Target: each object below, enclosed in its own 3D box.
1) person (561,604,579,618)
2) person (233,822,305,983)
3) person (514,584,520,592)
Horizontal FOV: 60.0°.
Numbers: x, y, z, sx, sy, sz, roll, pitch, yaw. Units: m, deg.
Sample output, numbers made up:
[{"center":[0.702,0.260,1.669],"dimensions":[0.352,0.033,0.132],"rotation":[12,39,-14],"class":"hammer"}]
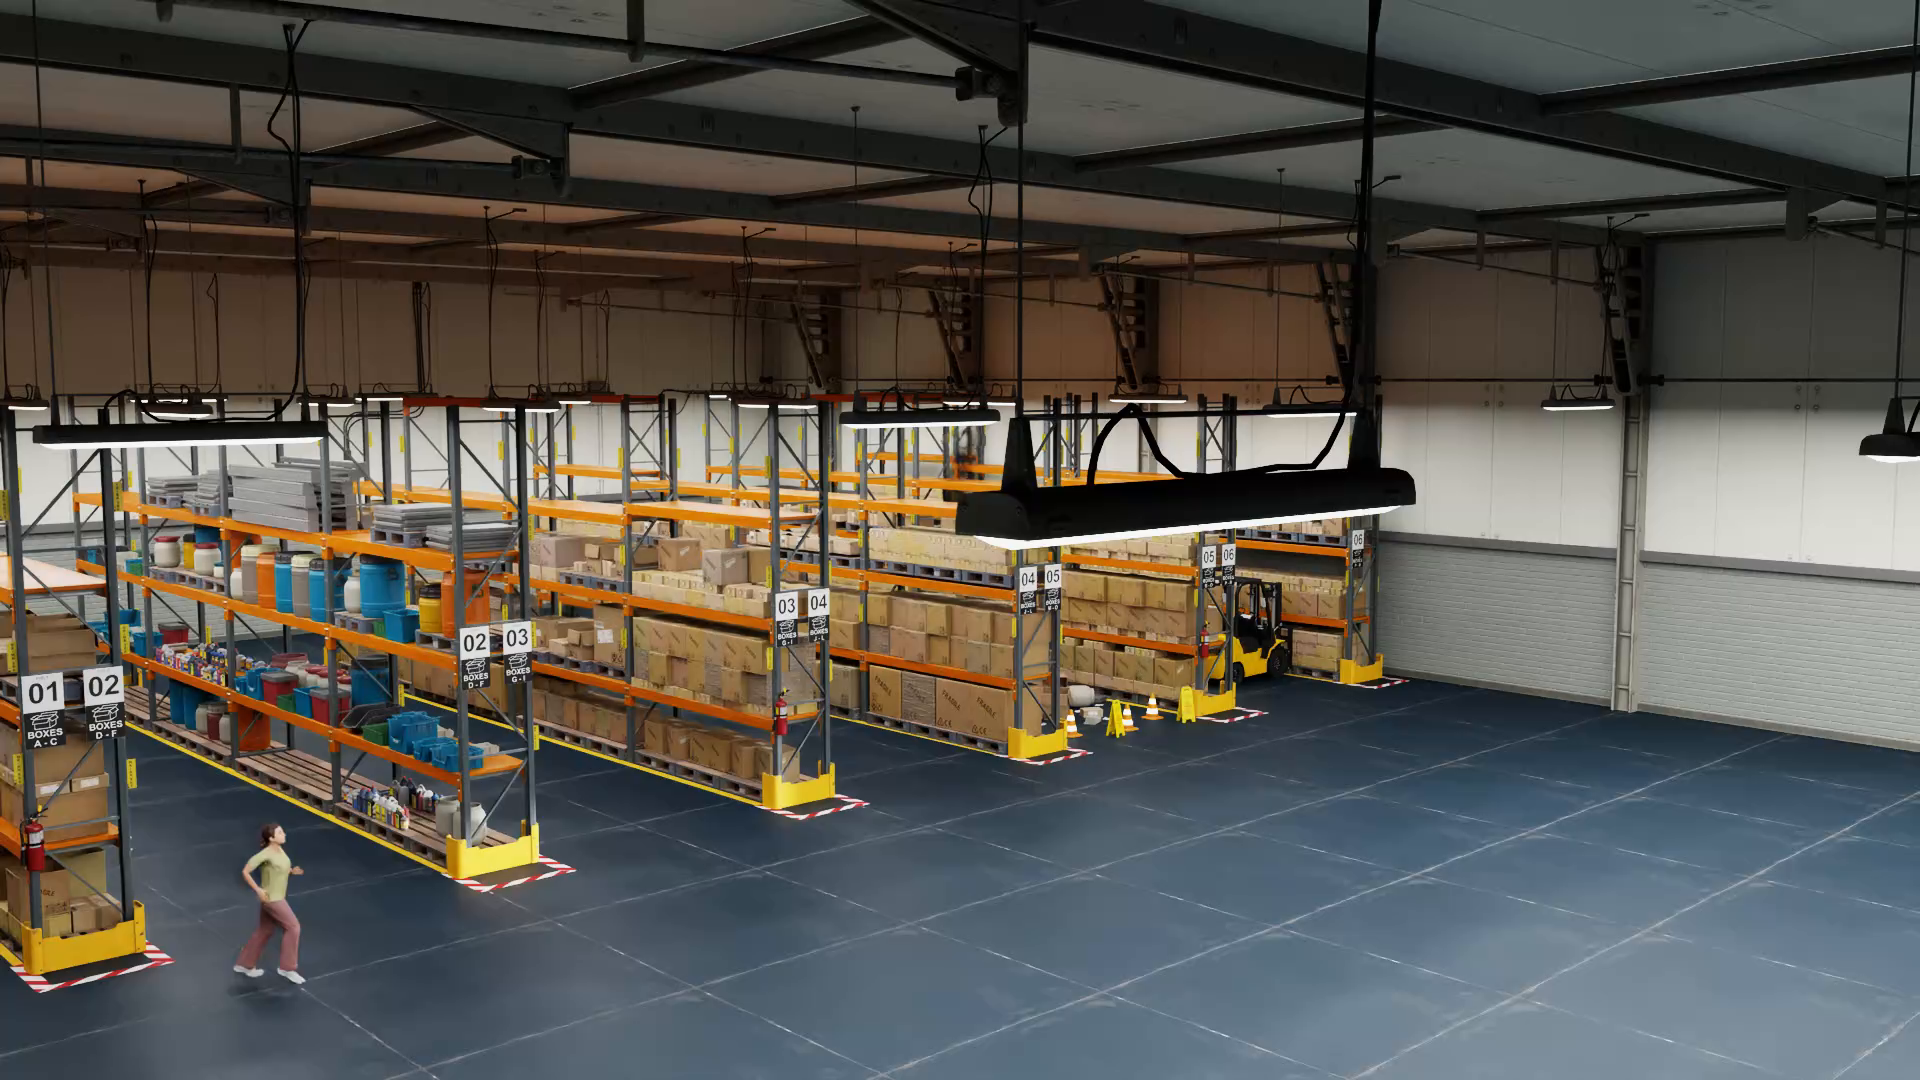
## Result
[{"center":[-9.796,1.477,42.008],"dimensions":[0.556,1.593,0.556],"rotation":[4,7,33],"class":"person"},{"center":[-7.271,3.809,17.470],"dimensions":[0.732,1.718,0.562],"rotation":[-1,6,-12],"class":"person"},{"center":[-10.765,1.624,39.973],"dimensions":[0.710,1.715,0.516],"rotation":[5,7,39],"class":"person"}]
